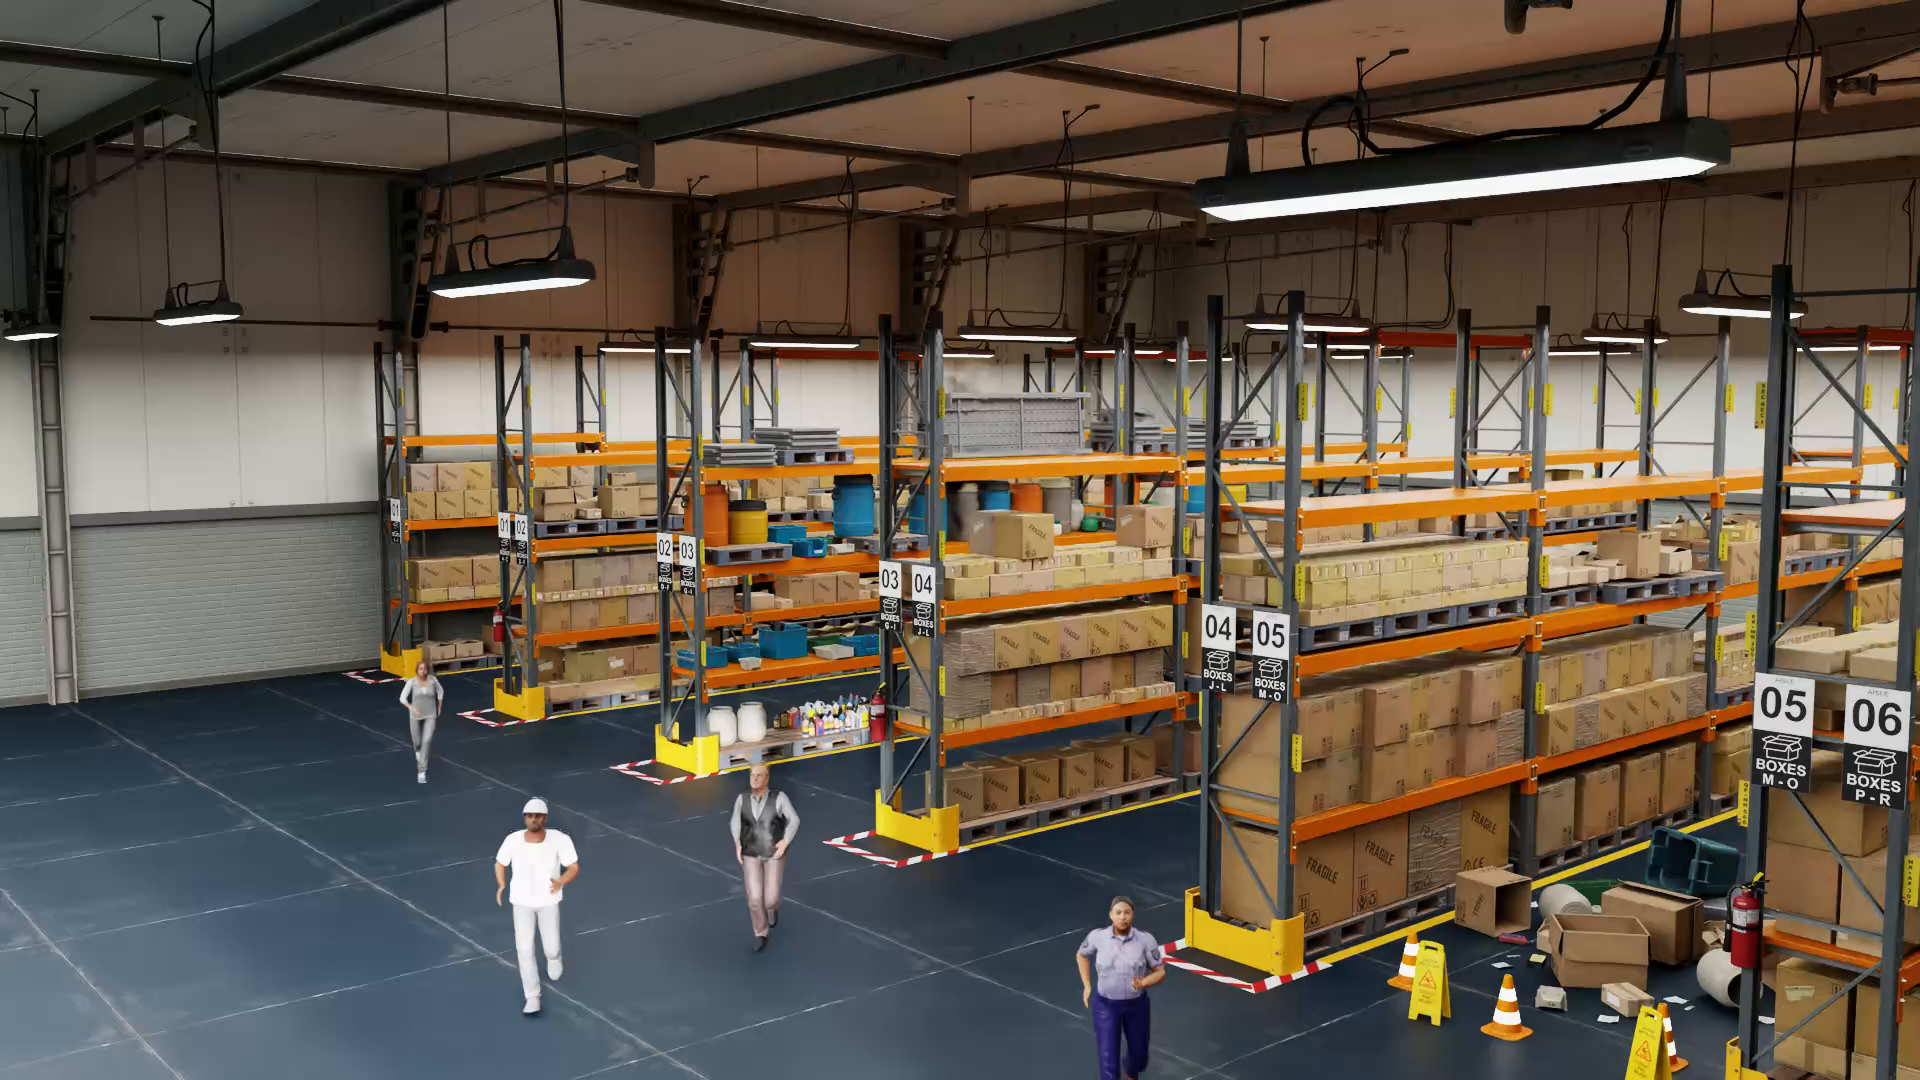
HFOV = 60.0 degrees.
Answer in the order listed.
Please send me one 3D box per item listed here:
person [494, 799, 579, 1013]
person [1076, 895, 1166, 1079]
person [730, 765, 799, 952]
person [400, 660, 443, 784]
[{"bbox_3d":[-3.567,3.032,13.998,0.712,1.733,0.795,-1,5,-7],"label":"person"},{"bbox_3d":[1.126,3.283,11.632,0.614,1.624,0.918,0,5,1],"label":"person"},{"bbox_3d":[-1.826,2.926,15.482,0.660,1.696,0.578,0,5,5],"label":"person"},{"bbox_3d":[-7.151,2.370,22.126,0.565,1.589,0.878,-2,6,-22],"label":"person"}]
